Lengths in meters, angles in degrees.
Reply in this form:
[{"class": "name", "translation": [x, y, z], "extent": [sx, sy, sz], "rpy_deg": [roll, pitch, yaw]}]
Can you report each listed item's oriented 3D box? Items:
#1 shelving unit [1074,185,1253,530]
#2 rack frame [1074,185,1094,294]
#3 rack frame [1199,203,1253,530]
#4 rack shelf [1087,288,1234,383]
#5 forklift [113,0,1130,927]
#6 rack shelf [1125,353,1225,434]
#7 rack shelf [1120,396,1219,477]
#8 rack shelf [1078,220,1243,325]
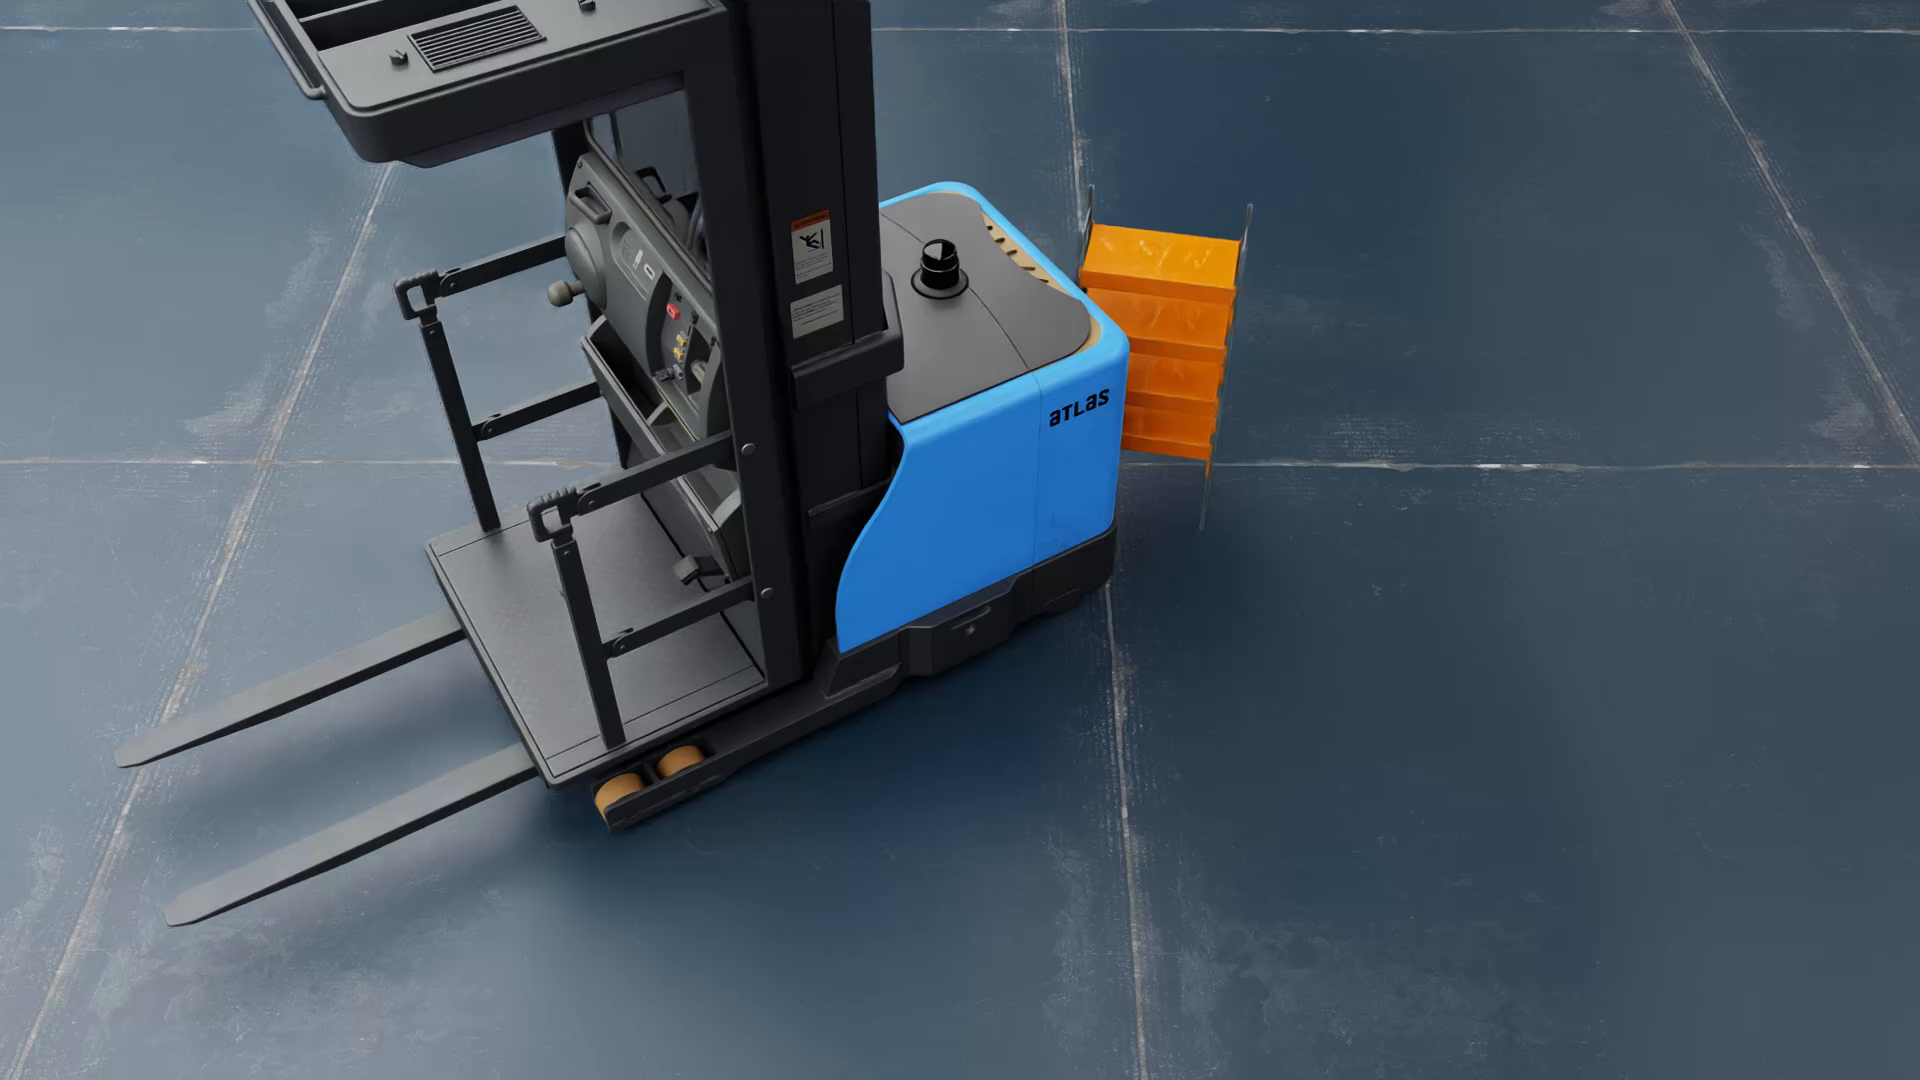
[{"class": "shelving unit", "translation": [0.622, -0.565, 5.456], "extent": [0.503, 1.200, 0.258], "rpy_deg": [8, 48, 8]}, {"class": "rack frame", "translation": [0.383, -0.600, 5.489], "extent": [0.015, 1.200, 0.240], "rpy_deg": [8, 48, 8]}, {"class": "rack frame", "translation": [0.861, -0.529, 5.423], "extent": [0.015, 1.200, 0.240], "rpy_deg": [8, 48, 8]}, {"class": "rack shelf", "translation": [0.622, -0.671, 5.341], "extent": [0.480, 0.148, 0.258], "rpy_deg": [8, 48, 8]}, {"class": "forklift", "translation": [-1.013, -0.590, 4.297], "extent": [3.031, 2.935, 1.130], "rpy_deg": [-24, 52, -21]}, {"class": "rack shelf", "translation": [0.622, -0.519, 5.505], "extent": [0.480, 0.148, 0.258], "rpy_deg": [8, 48, 8]}, {"class": "rack shelf", "translation": [0.622, -0.384, 5.650], "extent": [0.480, 0.148, 0.258], "rpy_deg": [8, 48, 8]}, {"class": "rack shelf", "translation": [0.622, -0.832, 5.168], "extent": [0.480, 0.148, 0.258], "rpy_deg": [8, 48, 8]}]
